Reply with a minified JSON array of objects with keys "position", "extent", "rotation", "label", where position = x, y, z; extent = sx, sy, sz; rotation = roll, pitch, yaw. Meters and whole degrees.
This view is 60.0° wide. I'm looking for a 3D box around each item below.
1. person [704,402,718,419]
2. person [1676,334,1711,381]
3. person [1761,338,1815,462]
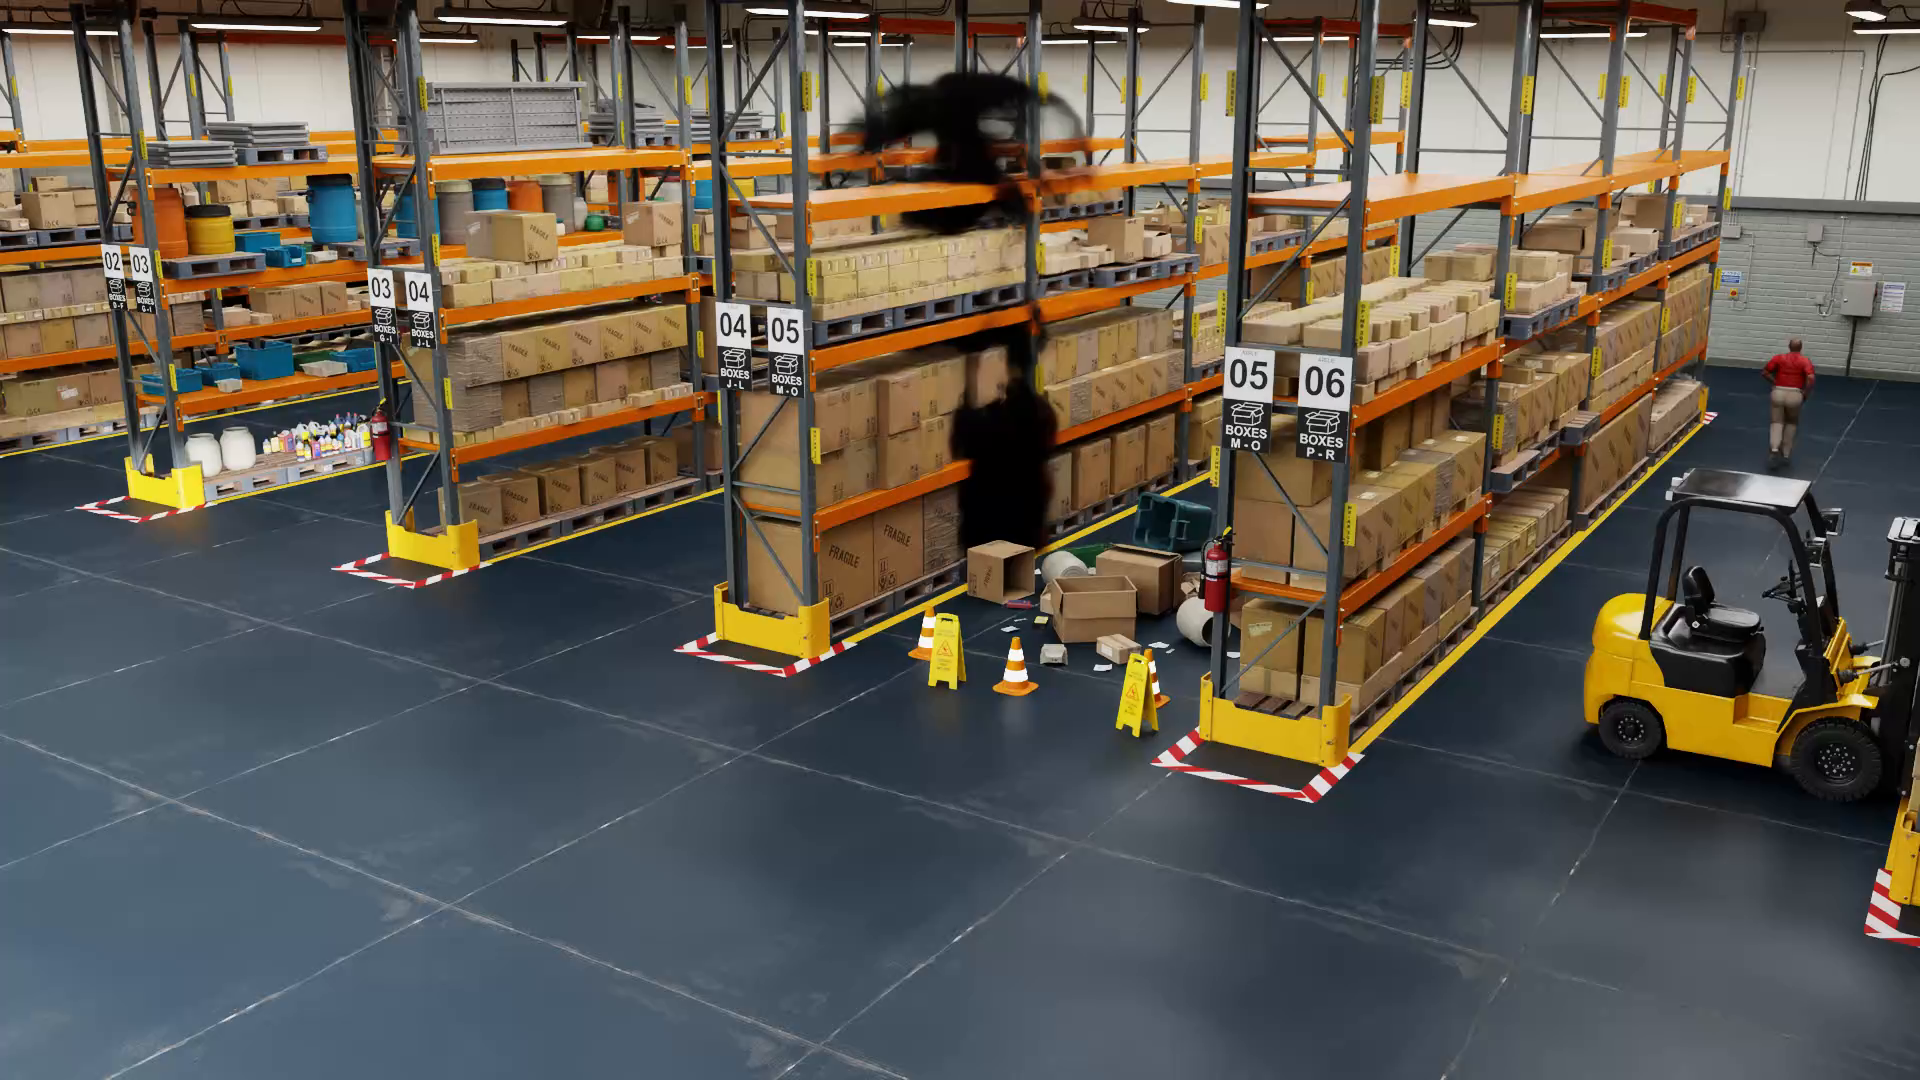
[{"position":[-3.829,-2.602,25.332],"extent":[0.715,1.735,0.826],"rotation":[7,17,23],"label":"person"},{"position":[11.892,-2.958,27.037],"extent":[0.598,1.525,0.472],"rotation":[-7,17,-22],"label":"person"},{"position":[11.299,-1.867,22.783],"extent":[0.675,1.788,0.793],"rotation":[9,18,30],"label":"person"}]
